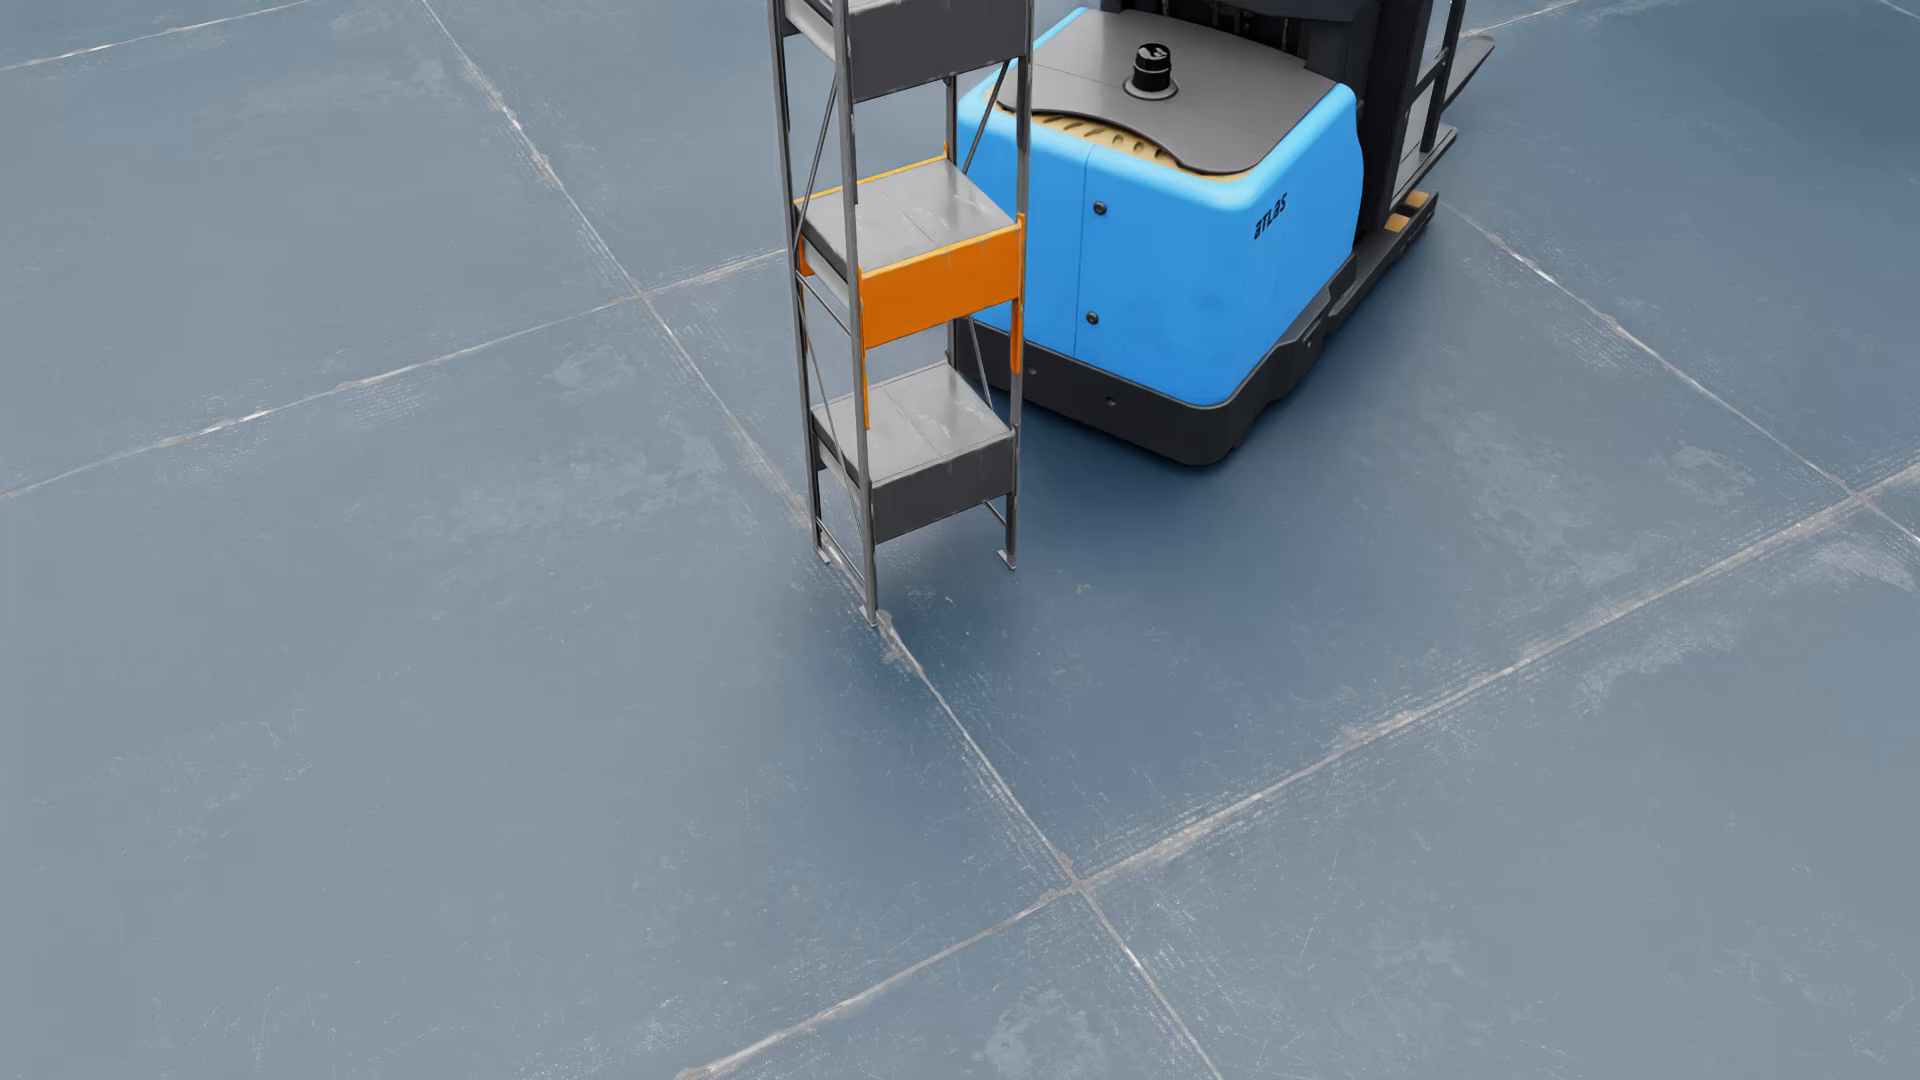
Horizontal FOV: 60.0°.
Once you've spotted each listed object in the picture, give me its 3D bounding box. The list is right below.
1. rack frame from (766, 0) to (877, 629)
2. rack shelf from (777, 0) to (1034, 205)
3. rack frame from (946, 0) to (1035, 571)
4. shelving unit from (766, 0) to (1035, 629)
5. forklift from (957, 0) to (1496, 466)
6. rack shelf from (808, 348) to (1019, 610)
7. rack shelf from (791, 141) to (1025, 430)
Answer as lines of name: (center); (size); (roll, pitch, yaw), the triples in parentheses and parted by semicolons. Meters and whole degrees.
rack frame: (-0.355, -0.611, 4.372); (0.015, 2.100, 0.400); (-22, 48, -21)
rack shelf: (-0.144, -1.189, 3.982); (0.480, 0.518, 0.431); (-22, 48, -21)
rack frame: (0.068, -0.781, 4.547); (0.015, 2.100, 0.400); (-22, 48, -21)
shelving unit: (-0.144, -0.696, 4.460); (0.503, 2.100, 0.431); (-22, 48, -21)
forklift: (1.194, -2.295, 5.510); (1.130, 2.935, 3.031); (24, 49, 23)
rack shelf: (-0.144, -0.184, 4.957); (0.480, 0.518, 0.431); (-22, 48, -21)
rack shelf: (-0.144, -0.686, 4.469); (0.480, 0.518, 0.431); (-22, 48, -21)
